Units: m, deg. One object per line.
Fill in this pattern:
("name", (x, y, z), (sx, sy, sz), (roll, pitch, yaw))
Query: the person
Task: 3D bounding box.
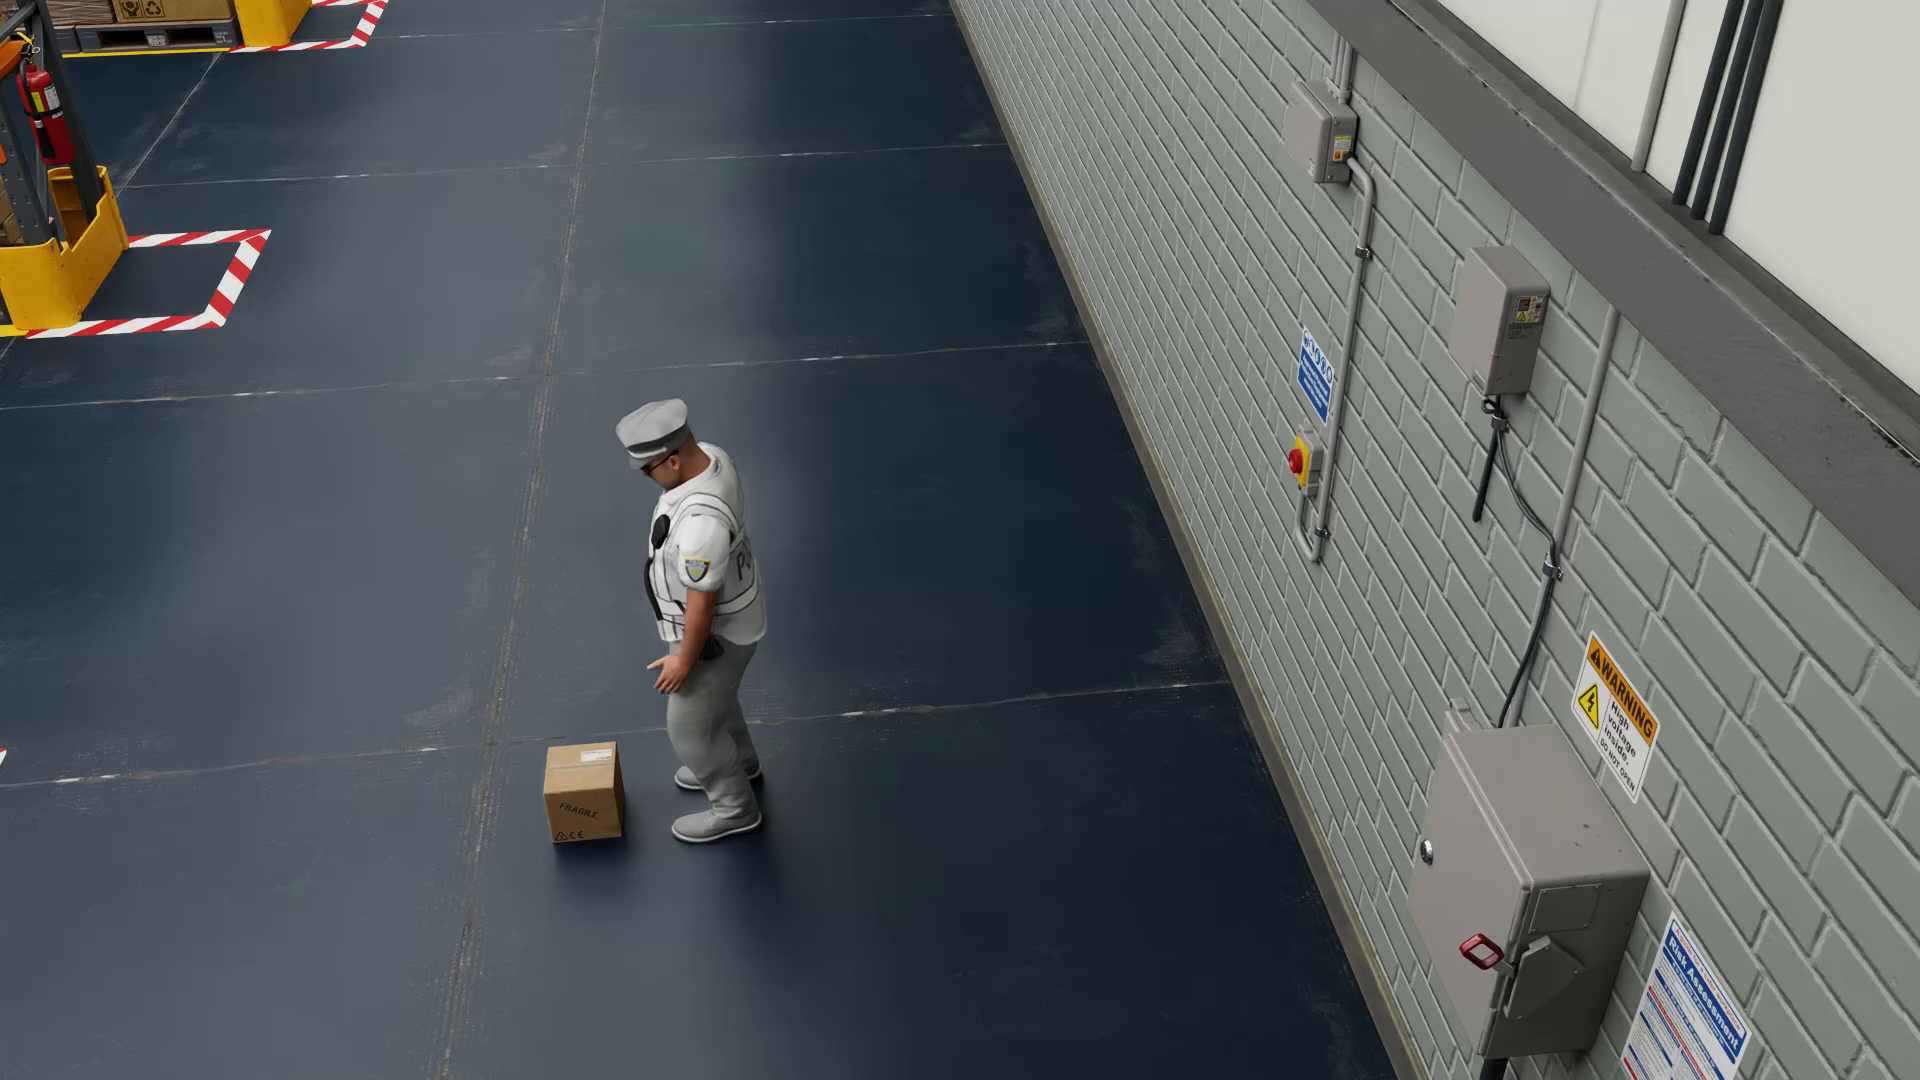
("person", (-0.879, 0.298, 5.739), (0.424, 1.726, 0.544), (-4, 35, -5))
